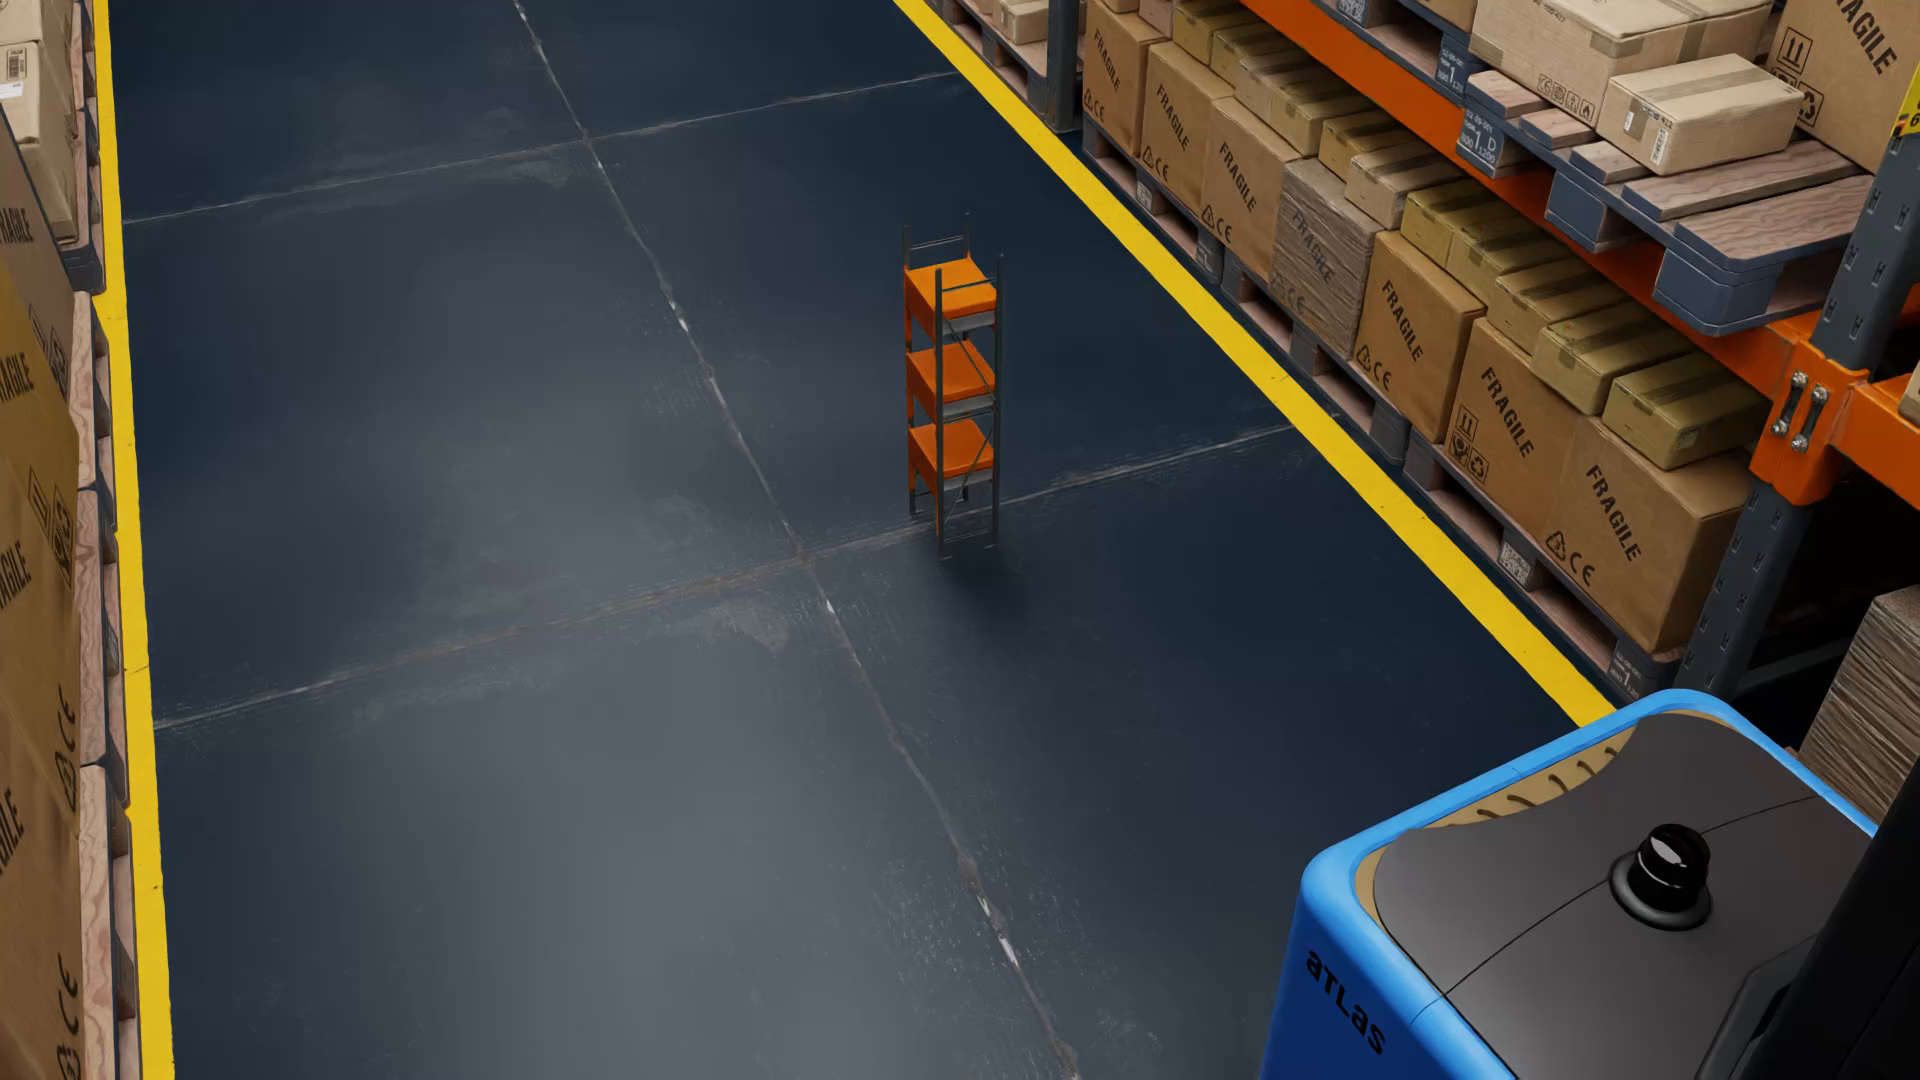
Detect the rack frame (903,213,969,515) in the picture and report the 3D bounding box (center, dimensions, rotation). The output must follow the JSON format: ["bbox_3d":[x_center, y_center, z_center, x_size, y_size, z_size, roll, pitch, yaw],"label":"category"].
[{"bbox_3d":[-0.067,-0.504,5.031,0.200,1.050,0.008,-15,43,-17],"label":"rack frame"}]

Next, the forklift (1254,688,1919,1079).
[{"bbox_3d":[1.735,0.968,1.876,1.130,2.935,3.031,-20,44,-21],"label":"forklift"}]

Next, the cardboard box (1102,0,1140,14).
[{"bbox_3d":[0.751,-2.251,6.665,0.380,0.149,0.250,-13,42,-15],"label":"cardboard box"}]

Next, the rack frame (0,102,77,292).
[{"bbox_3d":[-3.725,-1.835,5.084,1.000,3.000,0.127,-15,43,-17],"label":"rack frame"}]

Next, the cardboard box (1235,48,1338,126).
[{"bbox_3d":[1.215,-1.630,5.943,0.380,0.149,0.250,-15,43,-17],"label":"cardboard box"}]

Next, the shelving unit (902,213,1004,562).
[{"bbox_3d":[-0.020,-0.430,4.945,0.215,1.050,0.252,-15,43,-17],"label":"shelving unit"}]

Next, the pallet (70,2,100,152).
[{"bbox_3d":[-4.415,-1.992,7.404,1.003,0.211,1.213,-15,43,-17],"label":"pallet"}]

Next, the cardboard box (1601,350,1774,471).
[{"bbox_3d":[1.967,-0.358,4.463,0.380,0.149,0.250,-17,44,-19],"label":"cardboard box"}]

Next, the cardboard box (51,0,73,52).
[{"bbox_3d":[-4.553,-2.511,7.512,0.875,0.438,0.875,-14,43,-16],"label":"cardboard box"}]

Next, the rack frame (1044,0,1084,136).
[{"bbox_3d":[0.859,-3.076,6.526,1.000,3.000,0.127,-15,43,-17],"label":"rack frame"}]

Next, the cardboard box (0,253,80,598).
[{"bbox_3d":[-3.061,-0.293,4.598,0.875,0.875,0.875,-14,43,-16],"label":"cardboard box"}]

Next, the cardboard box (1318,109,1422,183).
[{"bbox_3d":[1.438,-1.325,5.587,0.380,0.149,0.250,-15,43,-17],"label":"cardboard box"}]

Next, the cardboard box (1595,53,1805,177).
[{"bbox_3d":[1.784,-1.030,4.018,0.380,0.149,0.250,-14,43,-16],"label":"cardboard box"}]

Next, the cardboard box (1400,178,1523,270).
[{"bbox_3d":[1.619,-1.005,5.216,0.380,0.149,0.250,-16,43,-17],"label":"cardboard box"}]

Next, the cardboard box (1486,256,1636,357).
[{"bbox_3d":[1.774,-0.684,4.843,0.380,0.149,0.250,-16,43,-18],"label":"cardboard box"}]

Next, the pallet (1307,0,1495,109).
[{"bbox_3d":[1.641,-1.764,5.148,1.003,0.211,1.213,-15,43,-17],"label":"pallet"}]

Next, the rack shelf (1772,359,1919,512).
[{"bbox_3d":[3.155,0.811,2.558,1.077,0.370,4.000,-15,43,-17],"label":"rack shelf"}]

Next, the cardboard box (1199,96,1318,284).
[{"bbox_3d":[1.236,-1.320,6.079,0.500,0.500,0.500,-16,43,-18],"label":"cardboard box"}]

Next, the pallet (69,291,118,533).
[{"bbox_3d":[-3.360,-0.332,5.474,1.003,0.211,1.213,-15,43,-17],"label":"pallet"}]

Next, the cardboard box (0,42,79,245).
[{"bbox_3d":[-3.866,-1.428,6.253,0.875,0.438,0.875,-16,43,-17],"label":"cardboard box"}]

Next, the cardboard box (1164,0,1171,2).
[{"bbox_3d":[0.894,-2.219,6.399,0.380,0.149,0.250,-17,44,-19],"label":"cardboard box"}]

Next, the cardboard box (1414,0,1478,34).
[{"bbox_3d":[1.594,-1.802,4.644,0.797,0.503,0.637,-16,43,-18],"label":"cardboard box"}]

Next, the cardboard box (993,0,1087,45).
[{"bbox_3d":[0.375,-2.417,7.624,0.380,0.149,0.250,-16,43,-18],"label":"cardboard box"}]

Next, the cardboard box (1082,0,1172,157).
[{"bbox_3d":[0.836,-1.940,6.800,0.500,0.500,0.500,-13,42,-15],"label":"cardboard box"}]

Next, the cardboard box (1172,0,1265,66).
[{"bbox_3d":[1.037,-1.952,6.316,0.380,0.149,0.250,-17,44,-19],"label":"cardboard box"}]

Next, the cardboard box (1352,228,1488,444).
[{"bbox_3d":[1.645,-0.698,5.356,0.500,0.500,0.500,-13,42,-15],"label":"cardboard box"}]

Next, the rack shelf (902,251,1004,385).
[{"bbox_3d":[-0.020,-0.637,4.767,0.215,0.259,0.240,-15,43,-17],"label":"rack shelf"}]

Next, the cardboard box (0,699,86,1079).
[{"bbox_3d":[-2.382,0.784,3.346,0.875,0.875,0.875,-15,43,-17],"label":"cardboard box"}]

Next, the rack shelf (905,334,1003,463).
[{"bbox_3d":[-0.020,-0.422,4.952,0.215,0.259,0.240,-15,43,-17],"label":"rack shelf"}]

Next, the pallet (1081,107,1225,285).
[{"bbox_3d":[1.205,-1.538,6.877,1.003,0.211,1.213,-15,43,-17],"label":"pallet"}]

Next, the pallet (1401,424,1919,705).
[{"bbox_3d":[2.139,-0.068,5.168,1.003,0.211,1.213,-15,43,-17],"label":"pallet"}]

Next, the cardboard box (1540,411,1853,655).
[{"bbox_3d":[2.029,-0.079,4.636,0.500,0.500,0.500,-14,43,-16],"label":"cardboard box"}]

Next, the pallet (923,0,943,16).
[{"bbox_3d":[0.127,-3.169,8.773,1.003,0.211,1.213,-15,43,-17],"label":"pallet"}]

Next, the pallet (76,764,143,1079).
[{"bbox_3d":[-2.427,1.138,3.765,1.003,0.211,1.213,-15,43,-17],"label":"pallet"}]
